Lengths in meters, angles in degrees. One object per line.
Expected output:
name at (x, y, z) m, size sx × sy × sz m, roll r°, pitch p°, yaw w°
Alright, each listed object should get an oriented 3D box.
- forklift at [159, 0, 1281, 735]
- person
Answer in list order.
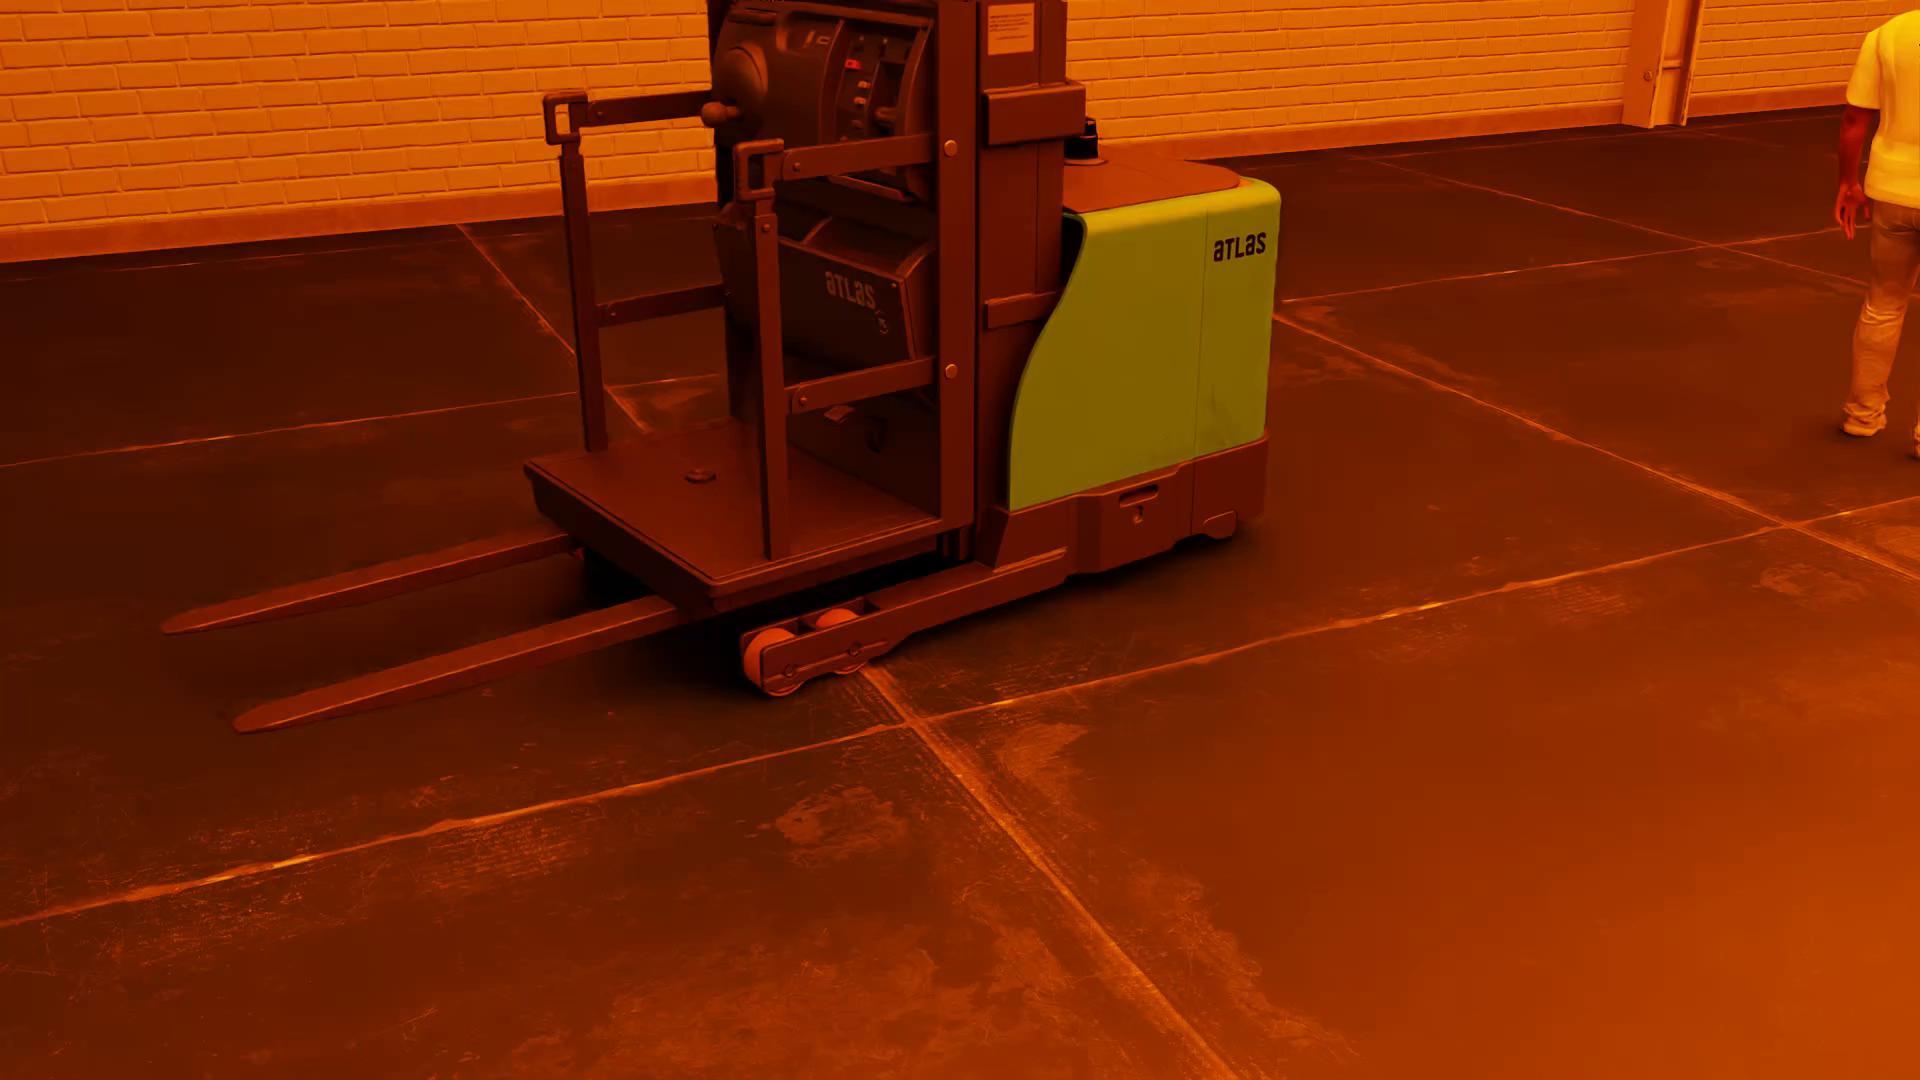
forklift at (-0.537, -1.192, 4.155) m, size 3.031 × 2.935 × 1.130 m, roll -16°, pitch 28°, yaw -34°
person at (3.322, -1.163, 5.626) m, size 0.497 × 1.780 × 0.660 m, roll -16°, pitch 27°, yaw -33°
